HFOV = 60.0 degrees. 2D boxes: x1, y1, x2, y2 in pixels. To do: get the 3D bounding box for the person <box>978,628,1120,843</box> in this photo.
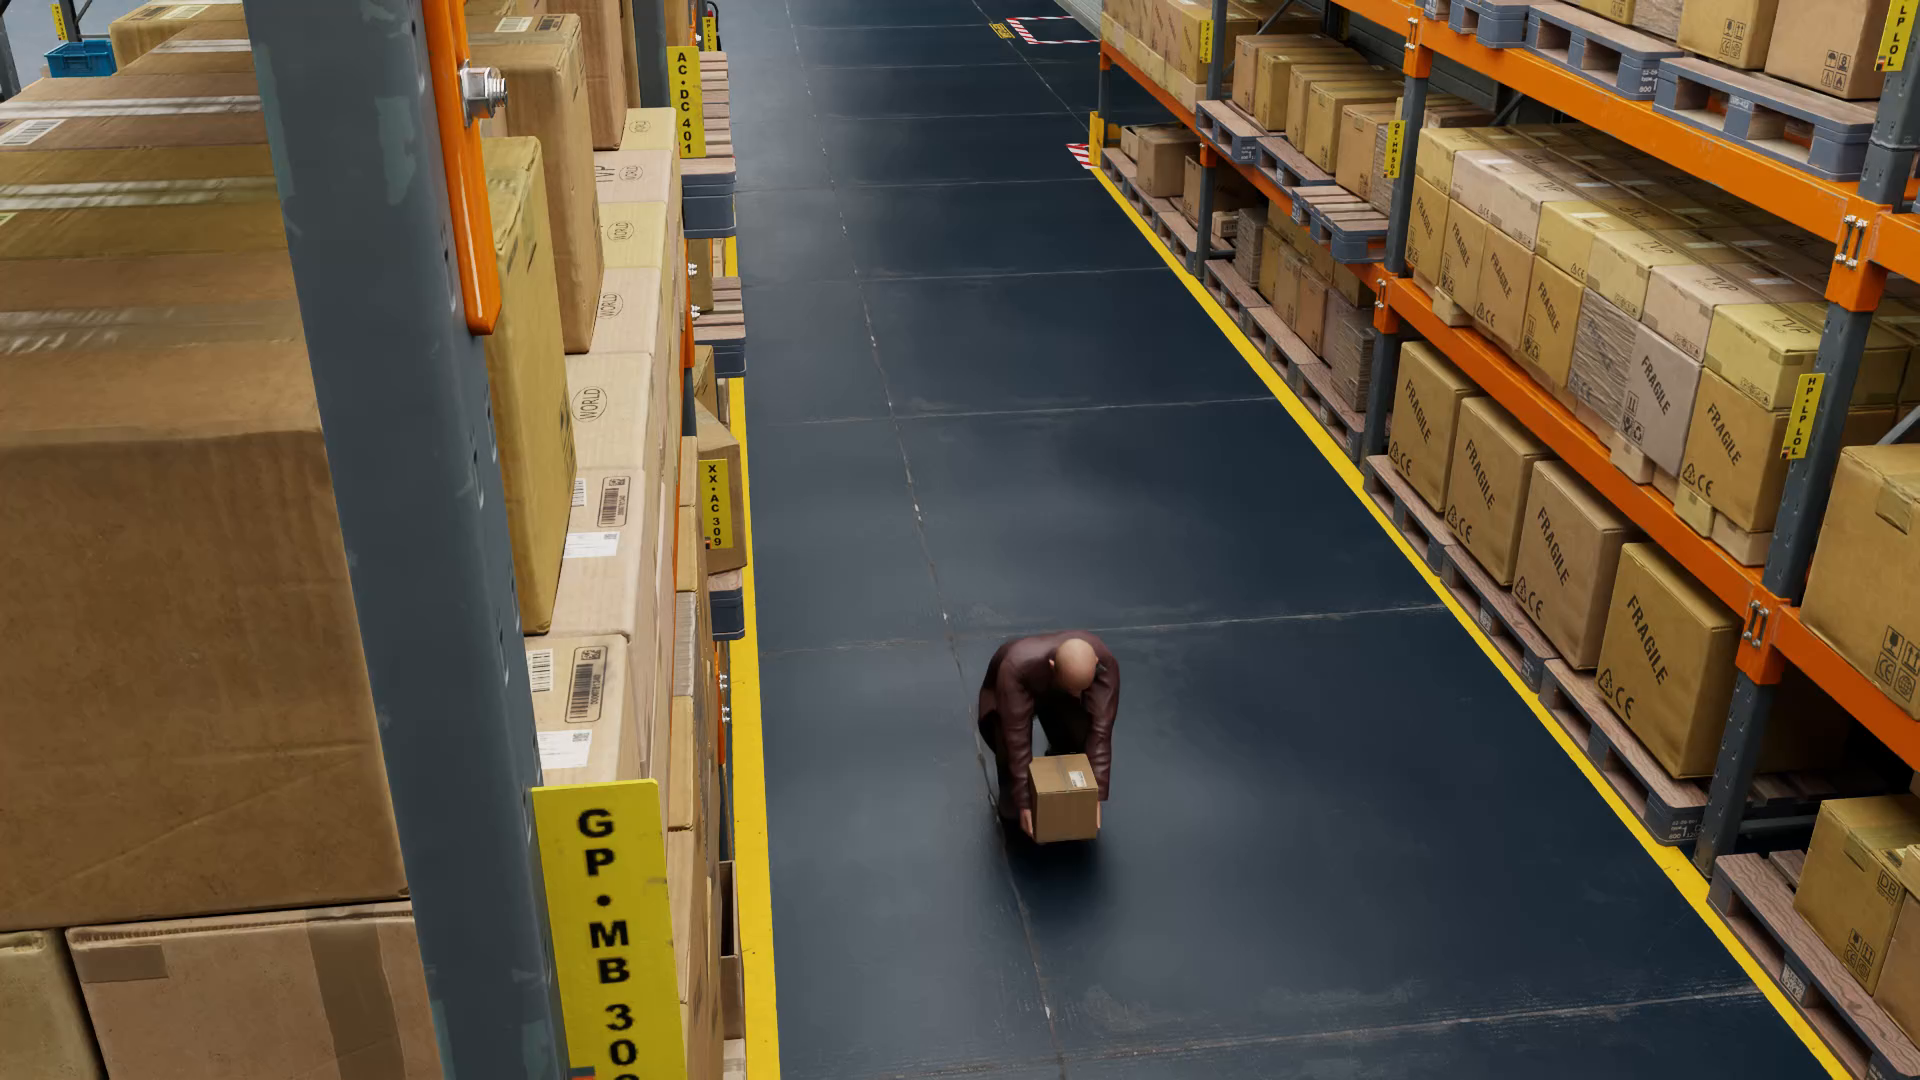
[{"bbox_3d":[0.369,0.744,7.029,0.578,1.002,0.920,-4,27,-8],"label":"person"}]
